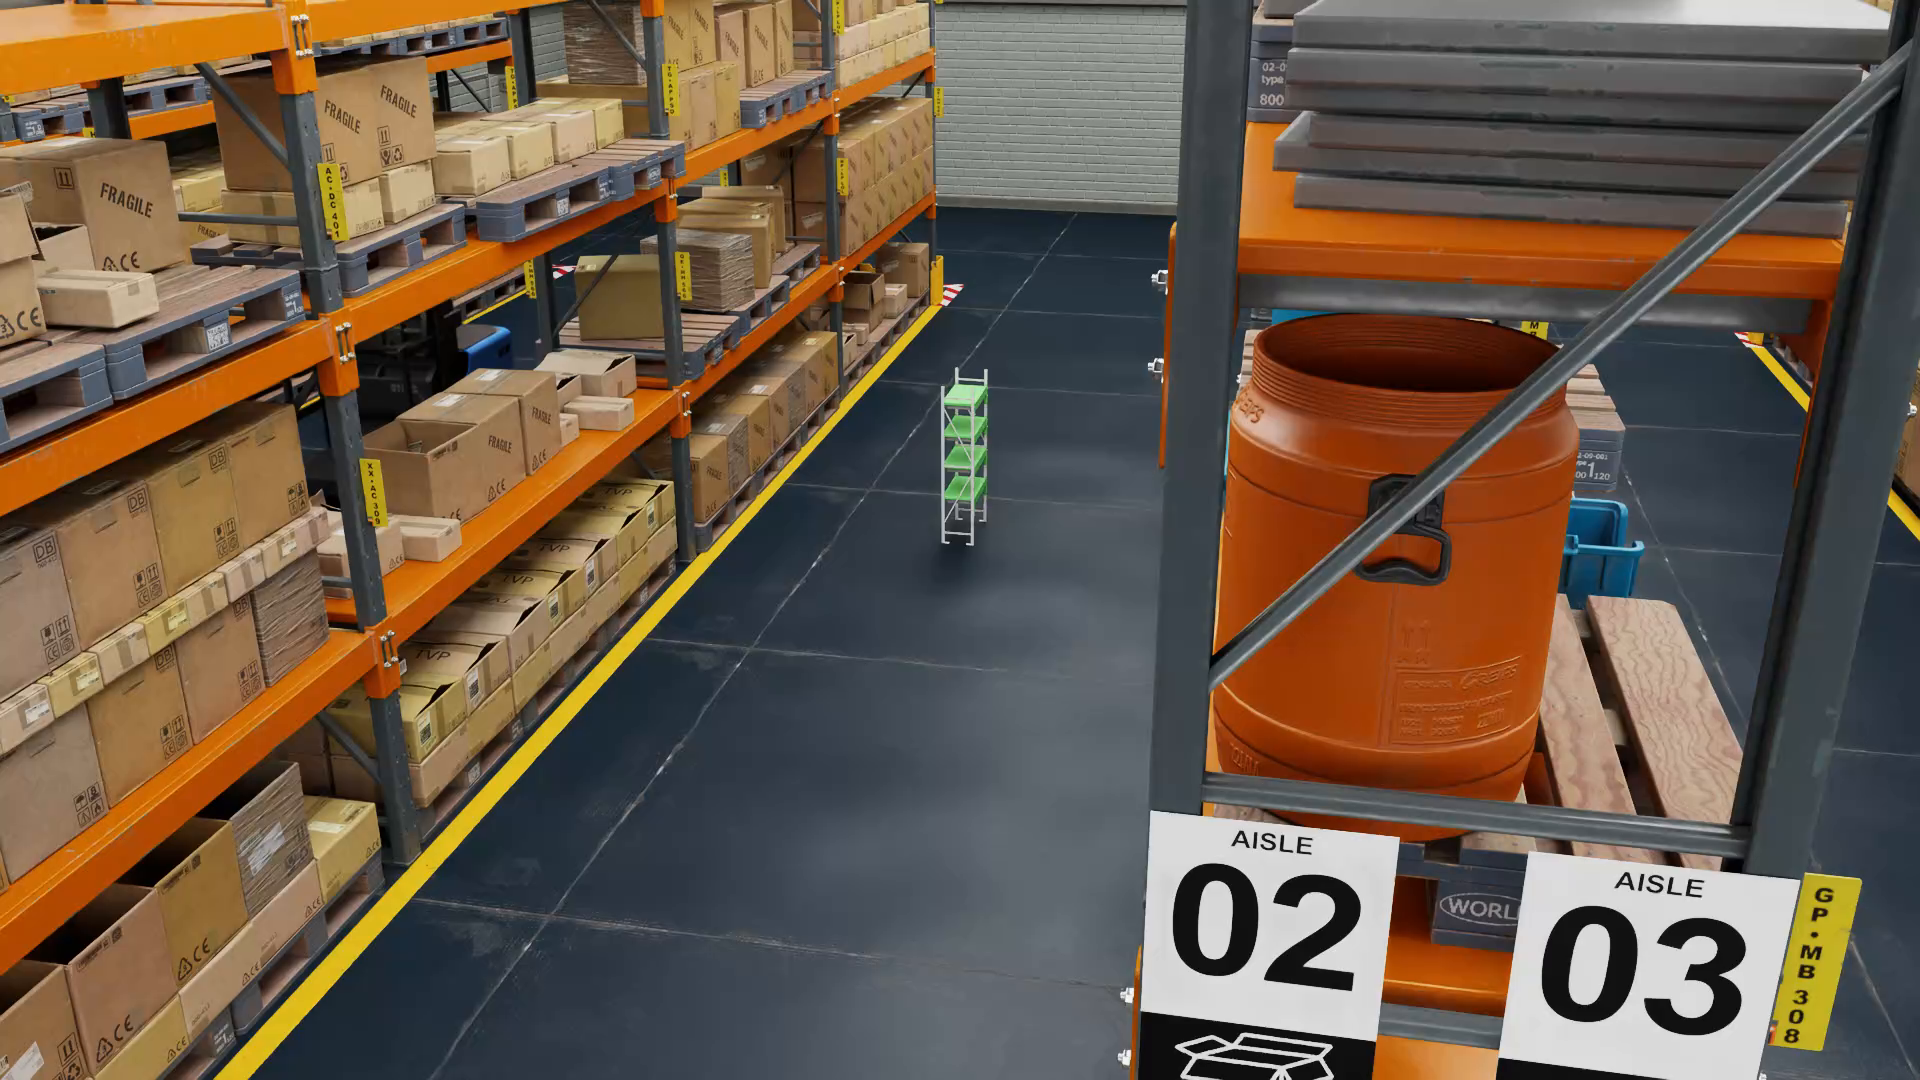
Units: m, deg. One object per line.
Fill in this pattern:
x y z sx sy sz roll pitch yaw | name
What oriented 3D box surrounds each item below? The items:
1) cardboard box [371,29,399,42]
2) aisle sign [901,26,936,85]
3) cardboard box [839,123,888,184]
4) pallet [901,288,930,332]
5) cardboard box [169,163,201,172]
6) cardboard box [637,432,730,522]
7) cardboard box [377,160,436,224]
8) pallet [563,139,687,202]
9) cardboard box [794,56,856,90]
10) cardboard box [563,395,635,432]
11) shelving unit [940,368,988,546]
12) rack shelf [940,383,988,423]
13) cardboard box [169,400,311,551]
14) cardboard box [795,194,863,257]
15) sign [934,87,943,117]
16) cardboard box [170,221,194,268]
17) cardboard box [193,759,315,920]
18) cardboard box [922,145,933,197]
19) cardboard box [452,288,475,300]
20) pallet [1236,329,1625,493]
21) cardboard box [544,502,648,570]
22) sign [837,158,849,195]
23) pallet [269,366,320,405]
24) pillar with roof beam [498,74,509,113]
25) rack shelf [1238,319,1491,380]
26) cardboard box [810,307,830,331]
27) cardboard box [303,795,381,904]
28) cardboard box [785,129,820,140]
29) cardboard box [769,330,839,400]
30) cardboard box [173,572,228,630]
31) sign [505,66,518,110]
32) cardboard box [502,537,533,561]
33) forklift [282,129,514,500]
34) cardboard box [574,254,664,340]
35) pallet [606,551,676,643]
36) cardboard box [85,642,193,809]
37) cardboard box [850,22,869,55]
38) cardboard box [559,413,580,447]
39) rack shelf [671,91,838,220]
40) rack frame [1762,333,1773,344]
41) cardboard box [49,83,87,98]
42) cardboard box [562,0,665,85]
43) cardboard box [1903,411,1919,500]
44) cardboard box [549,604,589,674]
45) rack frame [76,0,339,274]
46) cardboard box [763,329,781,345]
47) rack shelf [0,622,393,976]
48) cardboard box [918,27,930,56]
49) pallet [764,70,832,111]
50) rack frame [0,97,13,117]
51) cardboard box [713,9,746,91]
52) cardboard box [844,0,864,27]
-5.924 -5.100 16.492 0.500 0.250 0.500 4 22 10 | cardboard box
-0.461 -5.414 18.301 0.394 0.787 0.004 4 22 11 | aisle sign
-1.009 -3.781 16.255 0.500 0.500 0.500 4 22 9 | cardboard box
-0.952 -2.593 18.510 1.003 0.211 1.213 4 22 11 | pallet
-6.988 -3.137 14.565 0.500 0.250 0.500 4 22 9 | cardboard box
-2.034 -0.470 12.262 0.500 0.500 0.500 5 23 13 | cardboard box
-2.979 -1.760 8.332 0.500 0.250 0.500 2 22 6 | cardboard box
-2.458 -2.329 10.360 1.213 0.211 1.003 6 23 13 | pallet
-1.249 -4.224 15.012 0.500 0.250 0.500 4 22 11 | cardboard box
-2.320 -0.814 10.696 0.380 0.149 0.250 4 22 11 | cardboard box
0.034 -0.617 12.280 0.258 1.200 0.503 4 22 11 | shelving unit
0.034 -1.003 12.124 0.258 0.148 0.480 4 22 11 | rack shelf
-3.308 -0.303 7.220 0.700 0.500 0.500 5 22 11 | cardboard box
-1.220 -2.955 15.543 0.500 0.500 0.500 5 22 12 | cardboard box
-0.236 -4.840 18.384 0.100 0.325 0.005 4 22 11 | sign
-6.689 -2.381 13.691 0.500 0.500 0.500 4 22 11 | cardboard box
-3.217 1.283 7.266 0.500 0.500 0.500 4 22 11 | cardboard box
-0.600 -4.068 18.306 0.500 0.500 0.500 5 23 13 | cardboard box
-5.874 -2.987 18.539 0.700 0.500 0.500 4 22 9 | cardboard box
1.573 -0.471 5.746 1.213 0.211 1.003 4 22 11 | pallet
-2.373 -0.059 10.853 0.500 0.311 0.500 4 22 10 | cardboard box
-1.047 -3.239 14.832 0.100 0.325 0.005 4 22 11 | sign
-6.525 -1.538 15.890 1.003 0.211 1.213 4 22 11 | pallet
-1.706 -8.091 20.397 9.100 9.000 0.400 4 22 11 | pillar with roof beam
2.033 -1.228 8.335 1.077 0.370 4.000 4 22 11 | rack shelf
-1.599 -2.205 16.822 0.500 0.311 0.500 4 22 11 | cardboard box
-3.104 1.449 7.858 0.500 0.250 0.500 4 22 11 | cardboard box
-1.639 -3.646 15.919 0.500 0.500 0.500 4 22 10 | cardboard box
-1.411 -1.586 15.033 0.500 0.500 0.500 4 22 11 | cardboard box
-3.225 0.233 6.757 0.380 0.149 0.250 4 22 11 | cardboard box
-2.938 -2.954 10.965 0.100 0.325 0.005 4 22 11 | sign
-3.007 0.088 10.487 0.500 0.311 0.500 4 22 9 | cardboard box
-4.534 -1.645 12.515 1.130 2.935 3.031 4 22 11 | forklift
-2.389 -1.761 12.014 0.700 0.500 0.500 -3 22 -7 | cardboard box
-2.613 0.311 11.299 1.003 0.211 1.213 4 22 11 | pallet
-3.515 0.675 6.528 0.700 0.500 0.500 5 22 12 | cardboard box
-1.148 -4.639 15.373 0.500 0.250 0.500 4 22 11 | cardboard box
-2.612 -0.693 10.396 0.380 0.149 0.250 6 23 15 | cardboard box
-1.999 -3.070 12.908 1.077 0.370 4.000 4 22 11 | rack shelf
8.922 -3.450 16.904 1.000 3.000 0.127 4 22 11 | rack frame
-7.158 -3.678 12.733 0.700 0.500 0.500 3 22 8 | cardboard box
-2.312 -3.341 11.147 0.500 0.500 0.500 4 22 11 | cardboard box
7.814 -0.634 12.194 1.225 0.875 0.875 4 22 9 | cardboard box
-2.585 0.572 10.037 0.500 0.250 0.500 5 22 12 | cardboard box
-3.223 -2.600 6.765 1.000 3.000 0.127 4 22 11 | rack frame
-1.928 -1.630 15.142 0.500 0.500 0.500 3 22 8 | cardboard box
-3.631 1.248 6.204 1.077 0.370 4.000 4 22 11 | rack shelf
-0.621 -5.320 17.734 0.500 0.250 0.500 4 22 11 | cardboard box
-1.793 -3.814 14.046 1.213 0.211 1.003 4 22 11 | pallet
-7.257 -4.440 11.331 1.000 3.000 0.127 4 22 11 | rack frame
-2.035 -3.756 12.819 0.600 0.600 0.600 4 22 9 | cardboard box
-1.288 -4.998 15.260 0.700 0.500 0.500 4 22 11 | cardboard box
